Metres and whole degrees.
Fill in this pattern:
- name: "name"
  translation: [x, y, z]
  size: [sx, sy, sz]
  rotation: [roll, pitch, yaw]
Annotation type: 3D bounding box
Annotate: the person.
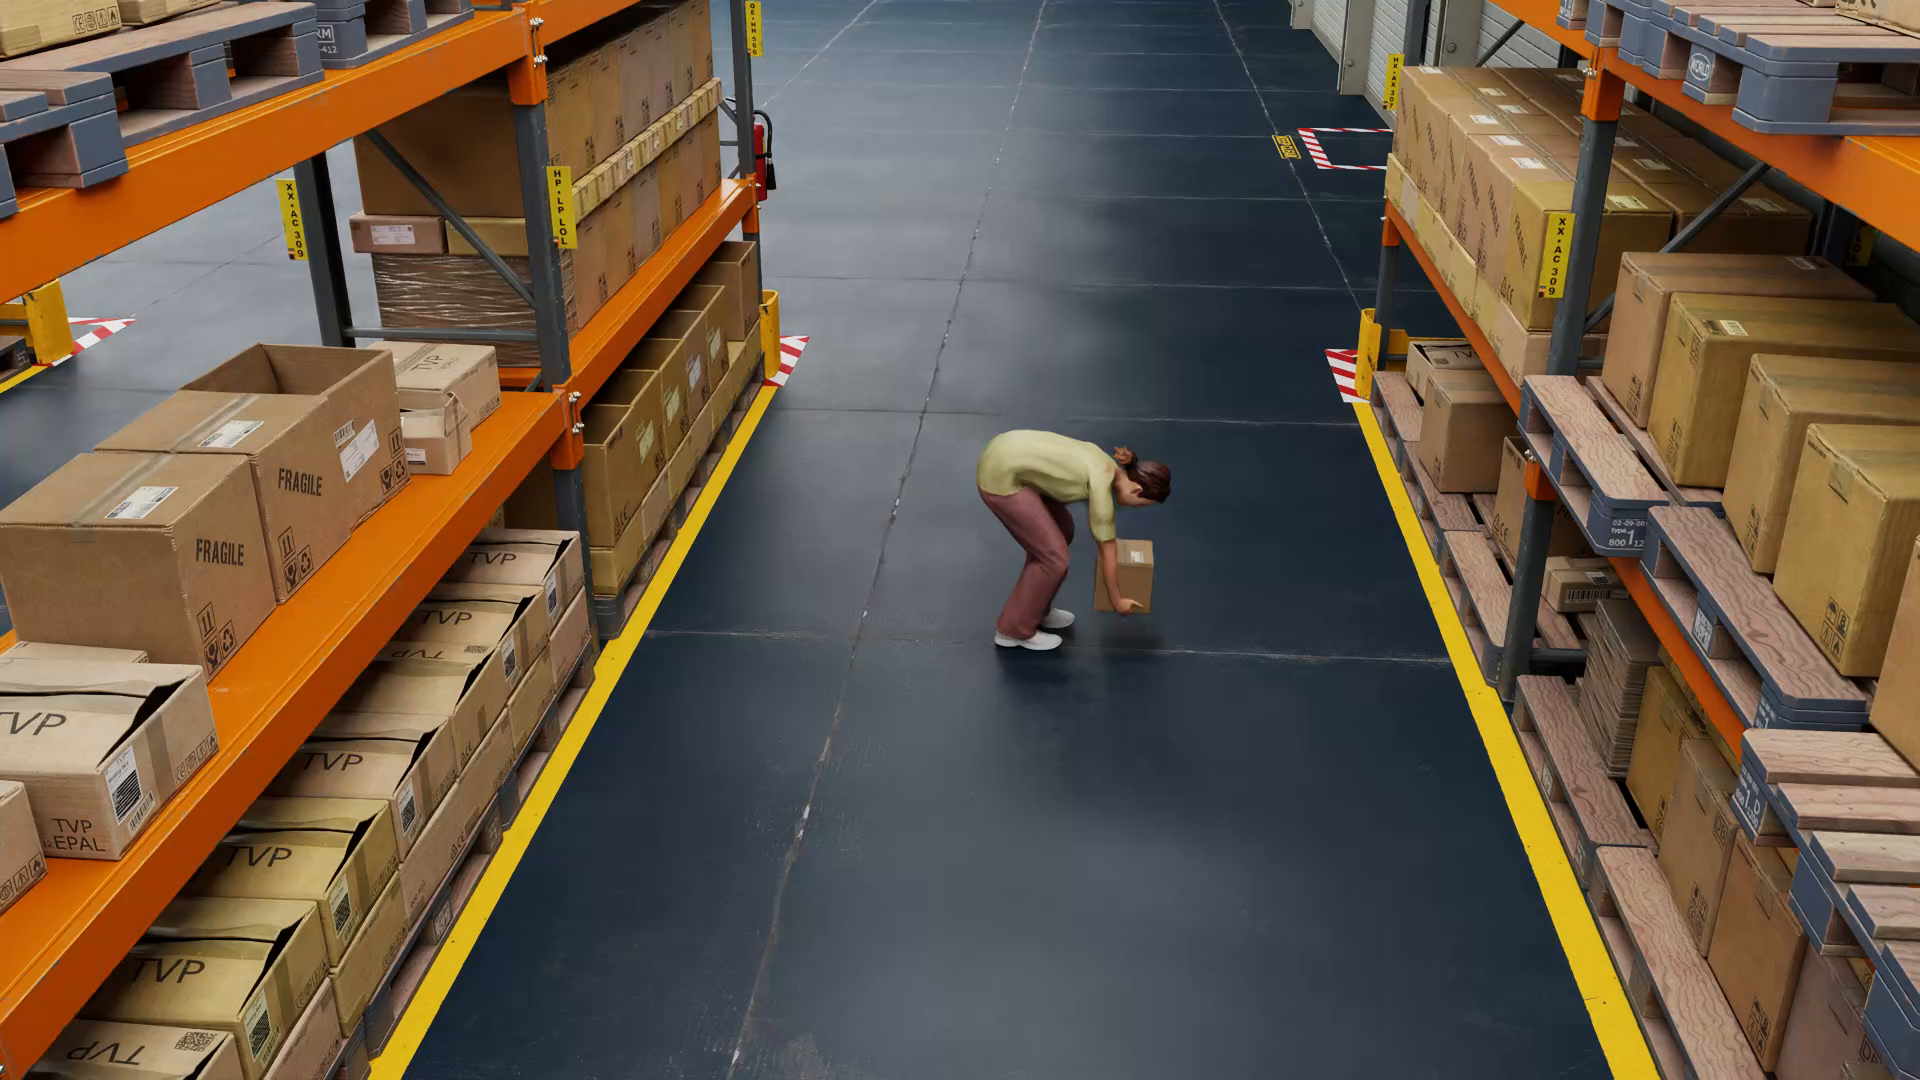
- name: "person"
  translation: [0.500, -0.008, 7.453]
  size: [0.863, 0.985, 0.439]
  rotation: [1, 25, 2]
